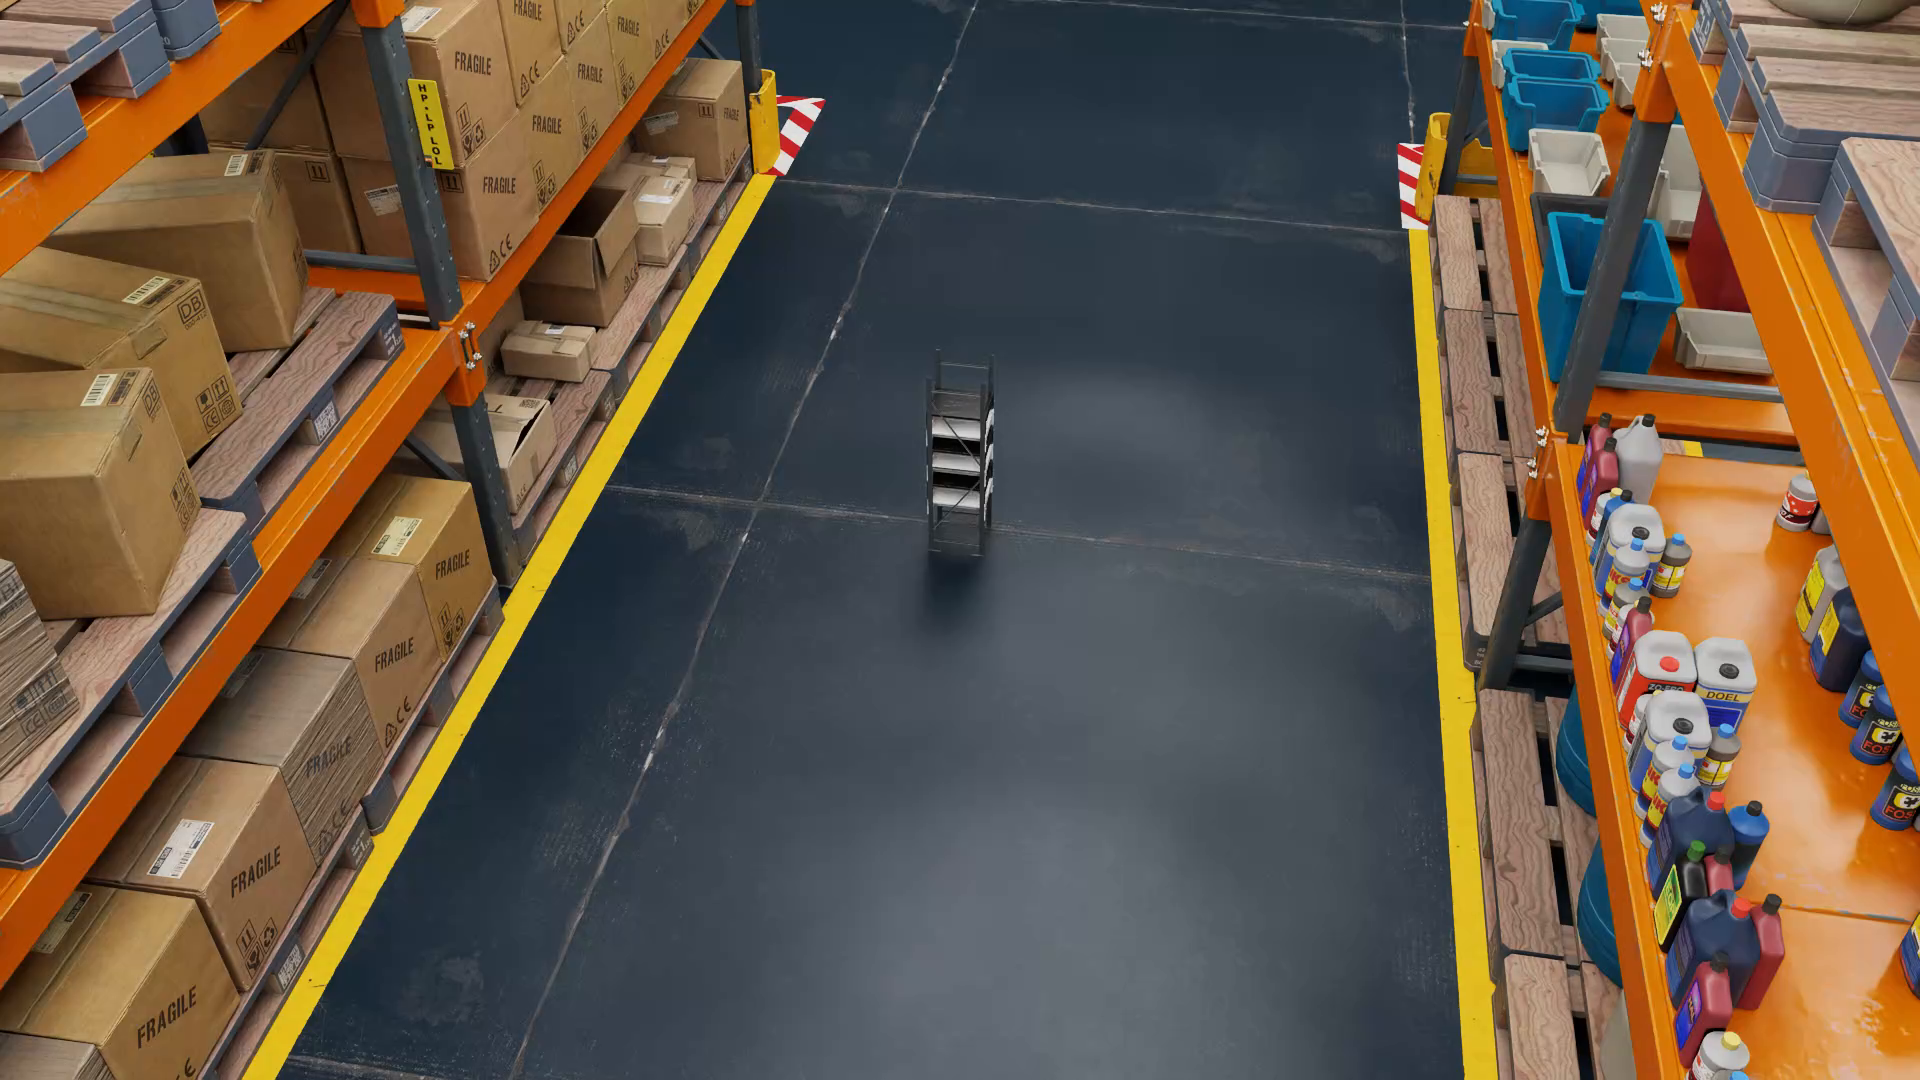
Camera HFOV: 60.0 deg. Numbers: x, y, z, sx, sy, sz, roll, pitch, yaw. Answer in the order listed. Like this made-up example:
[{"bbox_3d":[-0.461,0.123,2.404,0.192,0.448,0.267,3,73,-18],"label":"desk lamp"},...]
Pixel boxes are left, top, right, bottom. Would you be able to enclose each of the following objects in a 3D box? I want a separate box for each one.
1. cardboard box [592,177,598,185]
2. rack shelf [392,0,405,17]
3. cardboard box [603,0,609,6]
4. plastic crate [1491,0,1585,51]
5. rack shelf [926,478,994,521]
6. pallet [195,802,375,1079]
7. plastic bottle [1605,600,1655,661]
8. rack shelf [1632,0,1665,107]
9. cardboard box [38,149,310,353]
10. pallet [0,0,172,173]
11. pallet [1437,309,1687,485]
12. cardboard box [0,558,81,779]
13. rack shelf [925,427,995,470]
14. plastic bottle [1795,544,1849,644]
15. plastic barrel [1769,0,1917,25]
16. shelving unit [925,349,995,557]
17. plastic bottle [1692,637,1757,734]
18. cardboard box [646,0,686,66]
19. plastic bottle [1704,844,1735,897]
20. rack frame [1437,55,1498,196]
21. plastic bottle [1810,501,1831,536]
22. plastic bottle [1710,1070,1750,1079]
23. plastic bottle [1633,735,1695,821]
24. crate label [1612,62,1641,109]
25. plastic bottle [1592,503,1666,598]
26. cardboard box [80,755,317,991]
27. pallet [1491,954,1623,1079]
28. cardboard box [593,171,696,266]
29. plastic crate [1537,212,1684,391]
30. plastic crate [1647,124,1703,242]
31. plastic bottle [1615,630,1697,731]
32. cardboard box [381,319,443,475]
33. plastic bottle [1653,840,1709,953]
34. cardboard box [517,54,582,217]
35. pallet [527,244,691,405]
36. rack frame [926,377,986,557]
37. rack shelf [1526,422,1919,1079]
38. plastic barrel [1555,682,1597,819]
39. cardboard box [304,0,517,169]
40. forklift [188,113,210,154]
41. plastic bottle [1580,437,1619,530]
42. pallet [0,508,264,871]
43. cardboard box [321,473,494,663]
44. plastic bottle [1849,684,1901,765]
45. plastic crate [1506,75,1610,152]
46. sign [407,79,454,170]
[{"bbox_3d":[-2.218,-1.720,8.789,0.500,0.250,0.500,6,40,8],"label":"cardboard box"},{"bbox_3d":[-2.017,-3.171,6.942,1.077,0.370,4.000,6,40,8],"label":"rack shelf"},{"bbox_3d":[-1.738,-2.697,7.294,0.500,0.500,0.500,8,40,9],"label":"cardboard box"},{"bbox_3d":[2.726,-2.426,7.915,0.416,0.233,0.300,6,40,8],"label":"plastic crate"},{"bbox_3d":[0.001,-0.187,7.105,0.258,0.077,0.200,6,40,8],"label":"rack shelf"},{"bbox_3d":[-2.676,1.320,5.488,1.003,0.211,1.213,6,40,8],"label":"pallet"},{"bbox_3d":[1.915,0.258,4.740,0.097,0.201,0.097,0,40,0],"label":"plastic bottle"},{"bbox_3d":[2.861,-2.623,6.279,1.077,0.370,4.000,6,40,8],"label":"rack shelf"},{"bbox_3d":[-2.666,-0.965,5.655,0.700,0.500,0.500,-6,40,-7],"label":"cardboard box"},{"bbox_3d":[-2.722,-1.068,3.981,1.213,0.211,1.003,6,40,8],"label":"pallet"},{"bbox_3d":[2.813,-0.648,7.868,1.003,0.211,1.213,6,40,8],"label":"pallet"},{"bbox_3d":[-2.711,0.312,4.111,0.700,0.500,0.500,14,42,16],"label":"cardboard box"},{"bbox_3d":[0.001,-0.396,6.933,0.258,0.077,0.200,6,40,8],"label":"rack shelf"},{"bbox_3d":[2.536,0.127,4.781,0.144,0.351,0.185,6,40,8],"label":"plastic bottle"},{"bbox_3d":[2.177,-1.556,3.988,0.433,0.535,0.433,0,40,0],"label":"plastic barrel"},{"bbox_3d":[0.001,-0.352,6.969,0.258,0.900,0.210,6,40,8],"label":"shelving unit"},{"bbox_3d":[2.049,0.405,4.503,0.152,0.276,0.135,6,40,8],"label":"plastic bottle"},{"bbox_3d":[-1.659,-2.637,8.007,0.500,0.500,0.500,7,40,8],"label":"cardboard box"},{"bbox_3d":[1.785,0.855,3.953,0.061,0.283,0.133,6,40,8],"label":"plastic bottle"},{"bbox_3d":[3.207,-2.999,8.524,1.000,3.000,0.127,6,40,8],"label":"rack frame"},{"bbox_3d":[2.765,-0.158,5.184,0.152,0.276,0.135,6,40,8],"label":"plastic bottle"},{"bbox_3d":[1.651,1.215,3.582,0.097,0.201,0.097,0,40,0],"label":"plastic bottle"},{"bbox_3d":[1.812,0.606,4.264,0.097,0.271,0.097,0,40,0],"label":"plastic bottle"},{"bbox_3d":[3.156,-2.031,7.513,0.396,0.136,0.243,6,40,8],"label":"crate label"},{"bbox_3d":[1.996,0.037,4.948,0.152,0.276,0.135,6,40,8],"label":"plastic bottle"},{"bbox_3d":[-2.433,1.041,5.253,0.500,0.500,0.500,5,40,6],"label":"cardboard box"},{"bbox_3d":[2.131,1.833,4.867,1.003,0.211,1.213,6,40,8],"label":"pallet"},{"bbox_3d":[-1.717,-1.696,8.760,0.500,0.250,0.500,6,40,8],"label":"cardboard box"},{"bbox_3d":[2.260,-0.836,5.873,0.392,0.384,0.575,6,40,8],"label":"plastic crate"},{"bbox_3d":[2.960,-1.404,6.640,0.437,0.282,0.530,6,40,8],"label":"plastic crate"},{"bbox_3d":[1.899,0.389,4.523,0.152,0.276,0.135,6,40,8],"label":"plastic bottle"},{"bbox_3d":[-2.544,-0.632,7.277,0.500,0.500,0.500,6,40,8],"label":"cardboard box"},{"bbox_3d":[1.725,0.848,3.961,0.061,0.283,0.133,6,40,8],"label":"plastic bottle"},{"bbox_3d":[-1.921,-1.687,6.858,0.500,0.500,0.500,7,40,8],"label":"cardboard box"},{"bbox_3d":[-2.035,-1.161,8.489,1.003,0.211,1.213,6,40,8],"label":"pallet"},{"bbox_3d":[-0.016,-0.288,6.892,0.240,0.900,0.006,6,40,8],"label":"rack frame"},{"bbox_3d":[2.169,1.044,4.198,1.077,0.370,4.000,6,40,8],"label":"rack shelf"},{"bbox_3d":[2.404,0.498,5.611,0.600,0.901,0.708,6,40,8],"label":"plastic barrel"},{"bbox_3d":[-2.005,-1.726,6.120,0.500,0.500,0.500,7,40,9],"label":"cardboard box"},{"bbox_3d":[-4.311,-2.977,8.550,1.130,2.935,3.031,9,40,10],"label":"forklift"},{"bbox_3d":[2.008,-0.177,5.202,0.061,0.283,0.133,6,40,8],"label":"plastic bottle"},{"bbox_3d":[-2.724,0.326,4.652,1.003,0.211,1.213,6,40,8],"label":"pallet"},{"bbox_3d":[-2.166,0.098,6.394,0.500,0.500,0.500,6,40,7],"label":"cardboard box"},{"bbox_3d":[2.465,0.472,4.426,0.097,0.271,0.097,0,40,0],"label":"plastic bottle"},{"bbox_3d":[2.560,-1.825,7.187,0.416,0.233,0.300,6,40,8],"label":"plastic crate"},{"bbox_3d":[-1.816,-1.425,5.710,0.100,0.325,0.005,6,40,8],"label":"sign"}]
